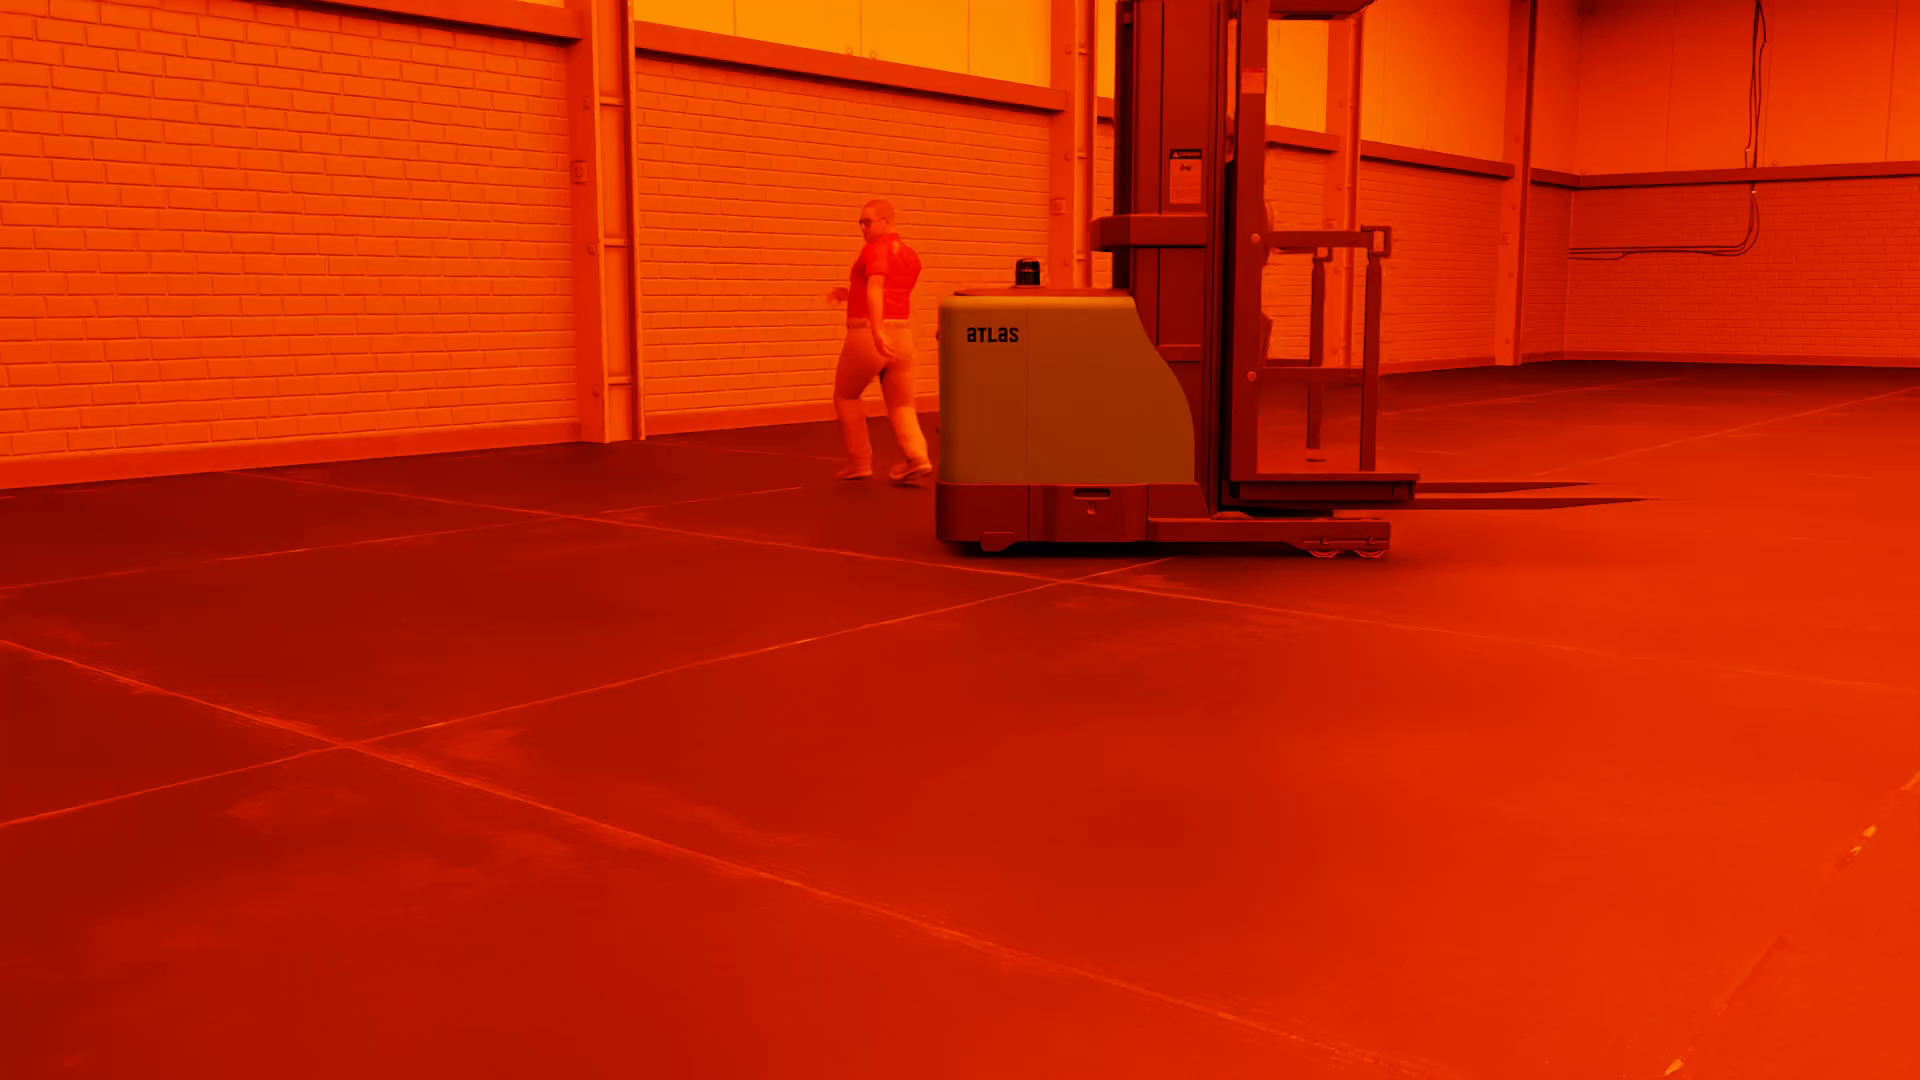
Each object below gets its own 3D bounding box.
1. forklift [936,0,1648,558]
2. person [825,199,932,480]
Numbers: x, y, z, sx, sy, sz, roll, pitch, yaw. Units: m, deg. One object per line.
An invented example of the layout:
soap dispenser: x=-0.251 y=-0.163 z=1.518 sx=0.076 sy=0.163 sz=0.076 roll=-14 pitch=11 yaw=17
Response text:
forklift: x=1.410 y=-1.451 z=7.197 sx=3.031 sy=2.935 sz=1.130 roll=0 pitch=8 yaw=-1
person: x=-0.456 y=-1.134 z=9.630 sx=0.567 sy=1.652 sz=0.925 roll=-6 pitch=10 yaw=-34
